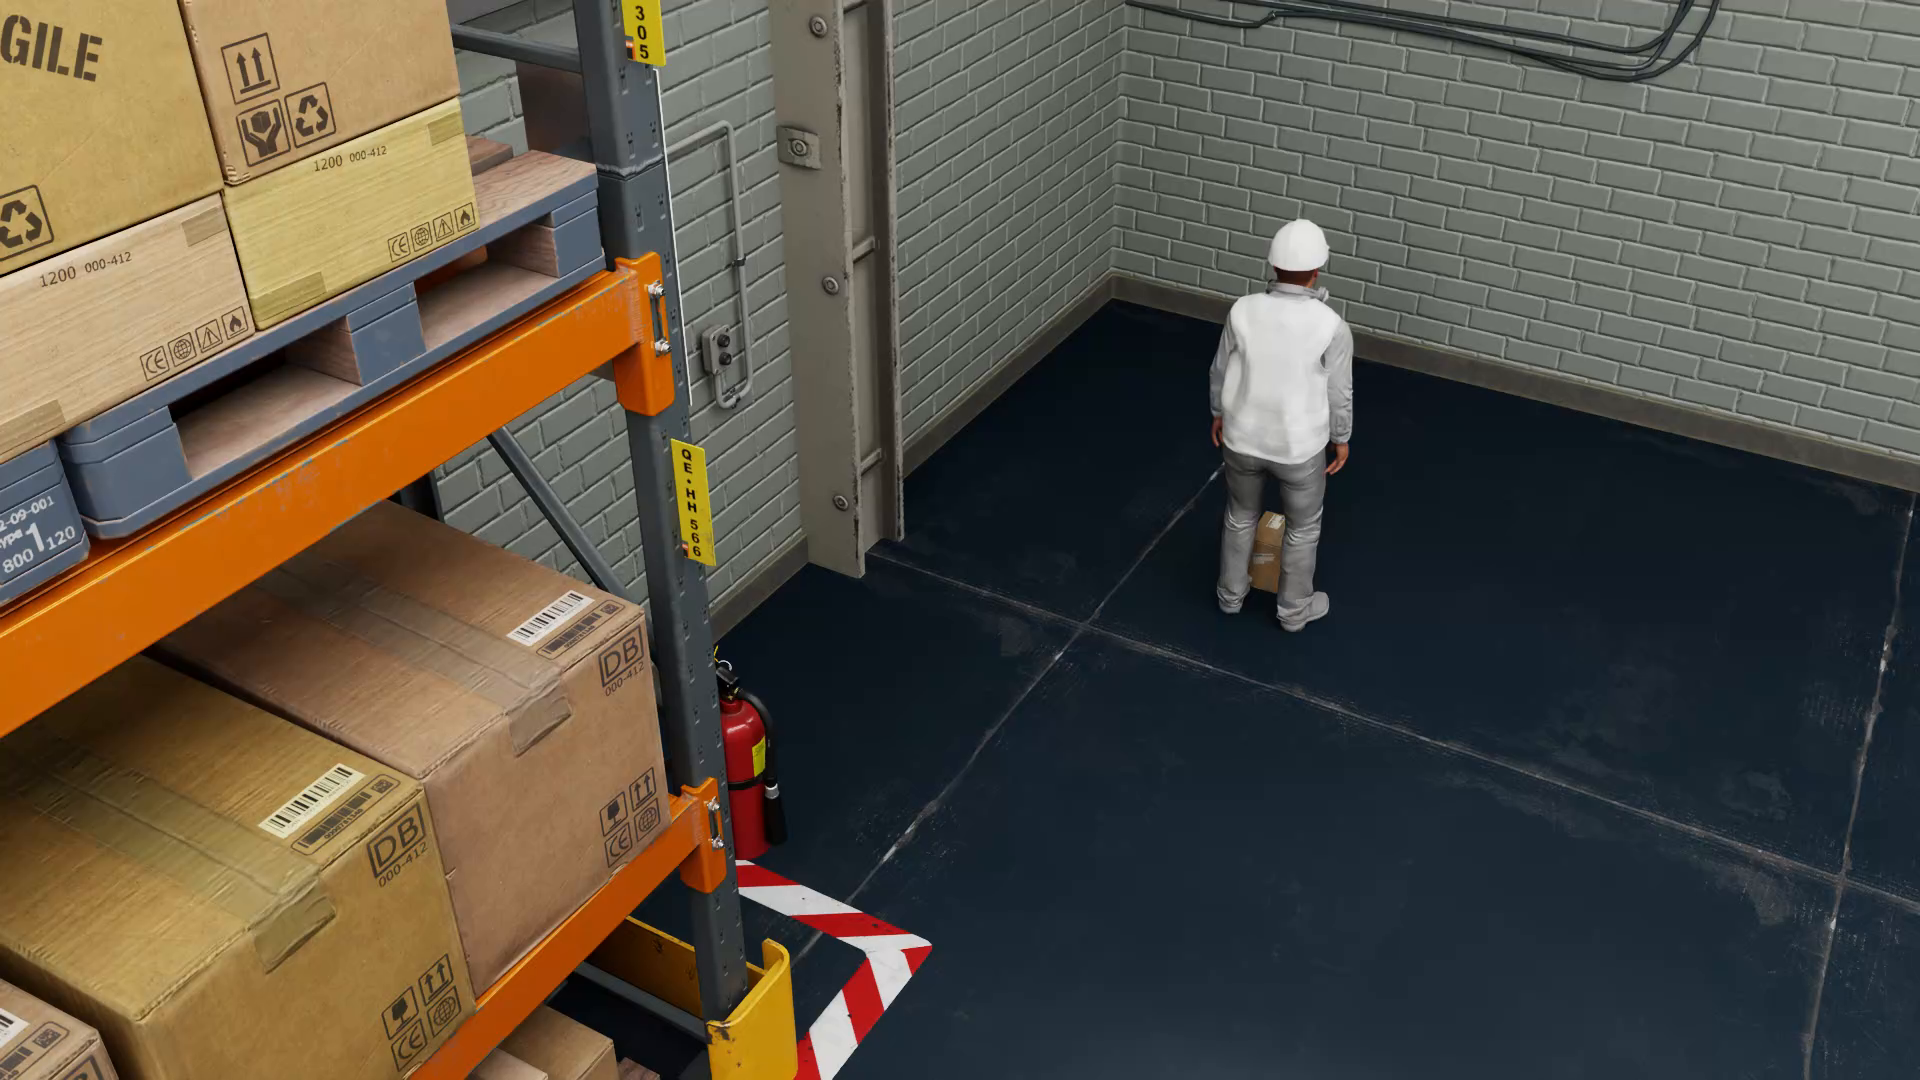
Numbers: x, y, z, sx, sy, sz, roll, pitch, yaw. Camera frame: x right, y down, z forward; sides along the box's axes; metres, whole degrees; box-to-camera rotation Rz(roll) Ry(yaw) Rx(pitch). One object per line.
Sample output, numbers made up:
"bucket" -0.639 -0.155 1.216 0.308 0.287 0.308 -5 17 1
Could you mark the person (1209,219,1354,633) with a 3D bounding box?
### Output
"person" 1.294 -0.443 6.776 0.590 1.773 0.459 16 37 23
